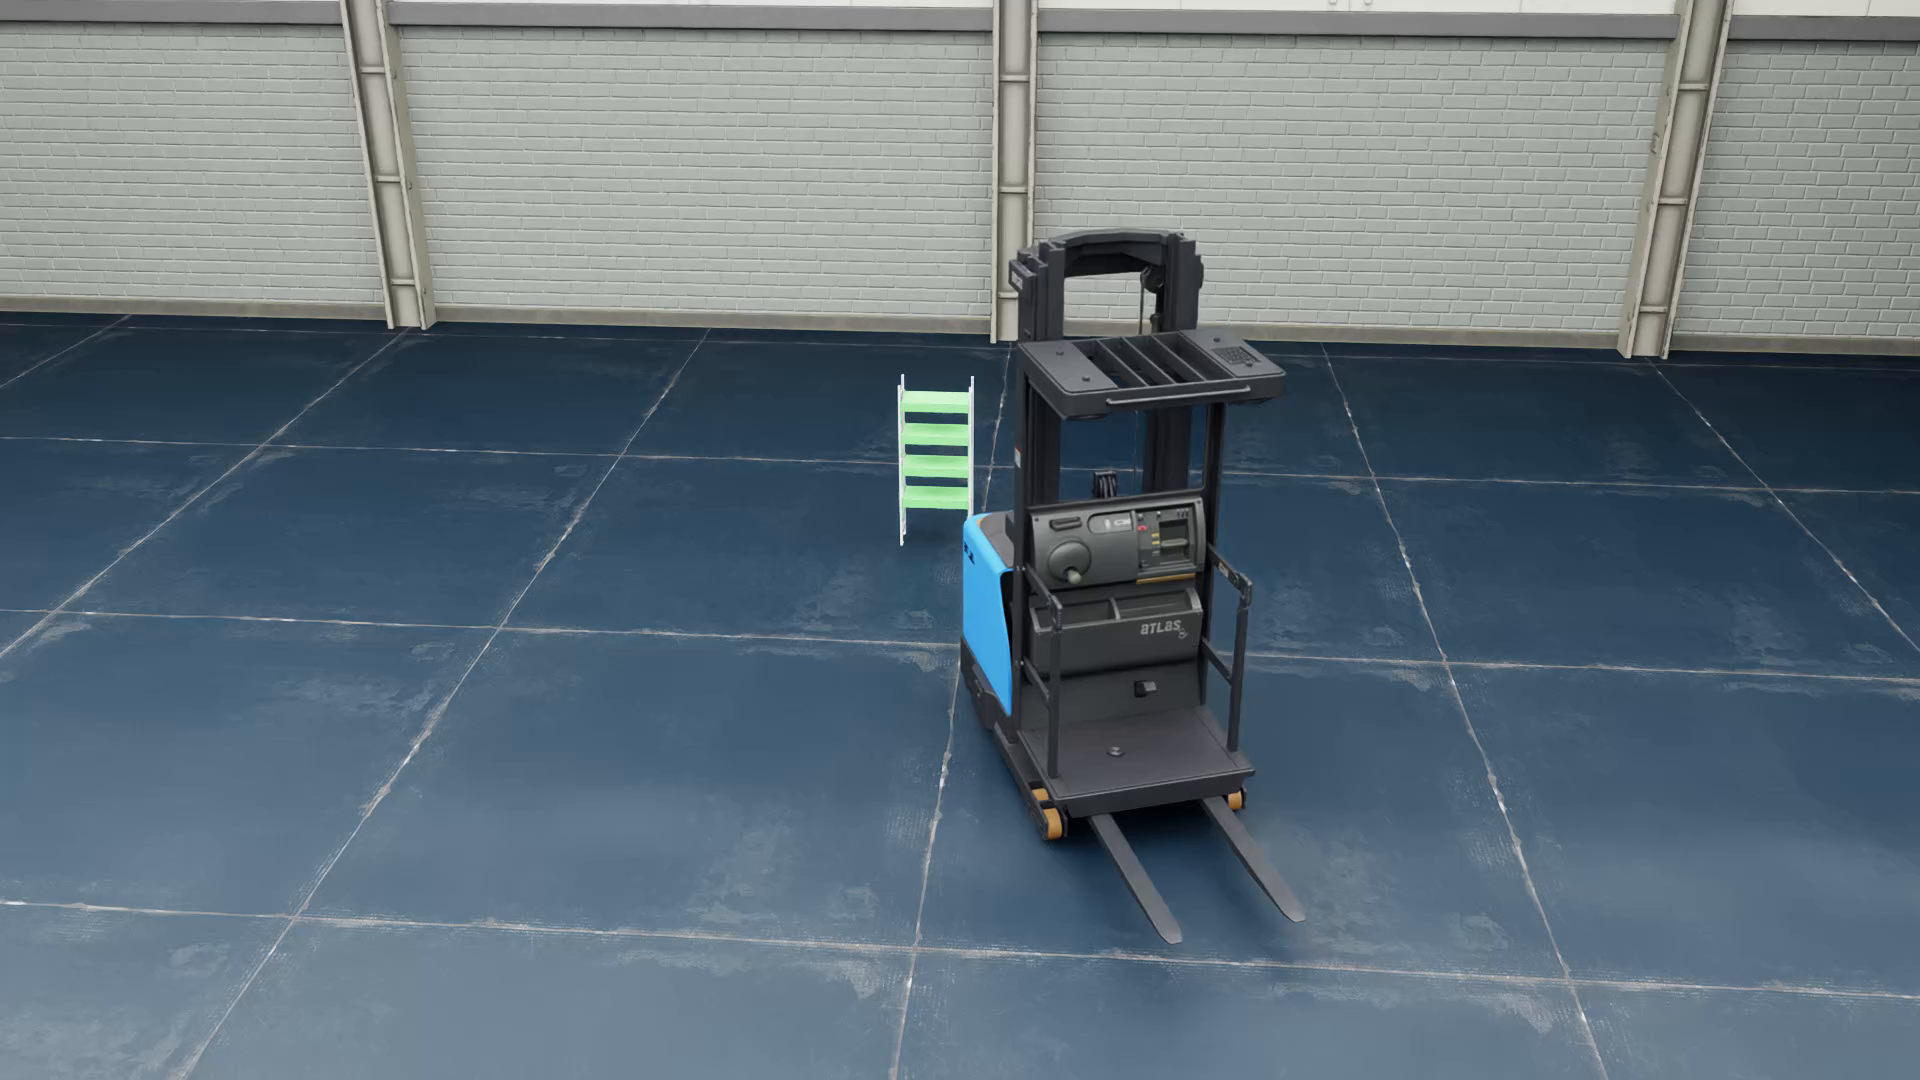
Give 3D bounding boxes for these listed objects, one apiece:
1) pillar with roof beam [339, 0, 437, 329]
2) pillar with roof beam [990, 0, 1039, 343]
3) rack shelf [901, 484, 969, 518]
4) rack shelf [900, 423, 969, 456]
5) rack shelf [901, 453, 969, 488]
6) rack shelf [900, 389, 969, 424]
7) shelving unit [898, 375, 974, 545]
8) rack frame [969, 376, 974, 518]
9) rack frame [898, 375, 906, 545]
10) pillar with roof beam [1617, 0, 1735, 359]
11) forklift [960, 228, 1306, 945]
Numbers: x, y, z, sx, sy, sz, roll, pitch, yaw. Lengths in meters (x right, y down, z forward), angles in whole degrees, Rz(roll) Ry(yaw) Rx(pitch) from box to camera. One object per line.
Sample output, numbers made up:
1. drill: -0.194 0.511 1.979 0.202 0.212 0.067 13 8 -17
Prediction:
1. pillar with roof beam: -5.809 -4.454 10.876 0.400 9.000 9.100 2 25 4
2. pillar with roof beam: 0.173 -4.262 10.459 0.400 9.000 9.100 2 25 4
3. rack shelf: -0.165 -0.274 11.849 0.480 0.148 0.258 2 25 4
4. rack shelf: -0.165 -0.710 11.648 0.480 0.148 0.258 2 25 4
5. rack shelf: -0.165 -0.492 11.749 0.480 0.148 0.258 2 25 4
6. rack shelf: -0.165 -0.928 11.548 0.480 0.148 0.258 2 25 4
7. shelving unit: -0.165 -0.550 11.722 0.503 1.200 0.258 2 25 4
8. rack frame: 0.078 -0.543 11.705 0.015 1.200 0.240 2 25 4
9. rack frame: -0.408 -0.558 11.739 0.015 1.200 0.240 2 25 4
10. pillar with roof beam: 6.156 -4.070 10.041 0.400 9.000 9.100 2 25 4
11. forklift: 0.877 0.040 8.367 1.130 2.935 3.031 -6 25 -14
